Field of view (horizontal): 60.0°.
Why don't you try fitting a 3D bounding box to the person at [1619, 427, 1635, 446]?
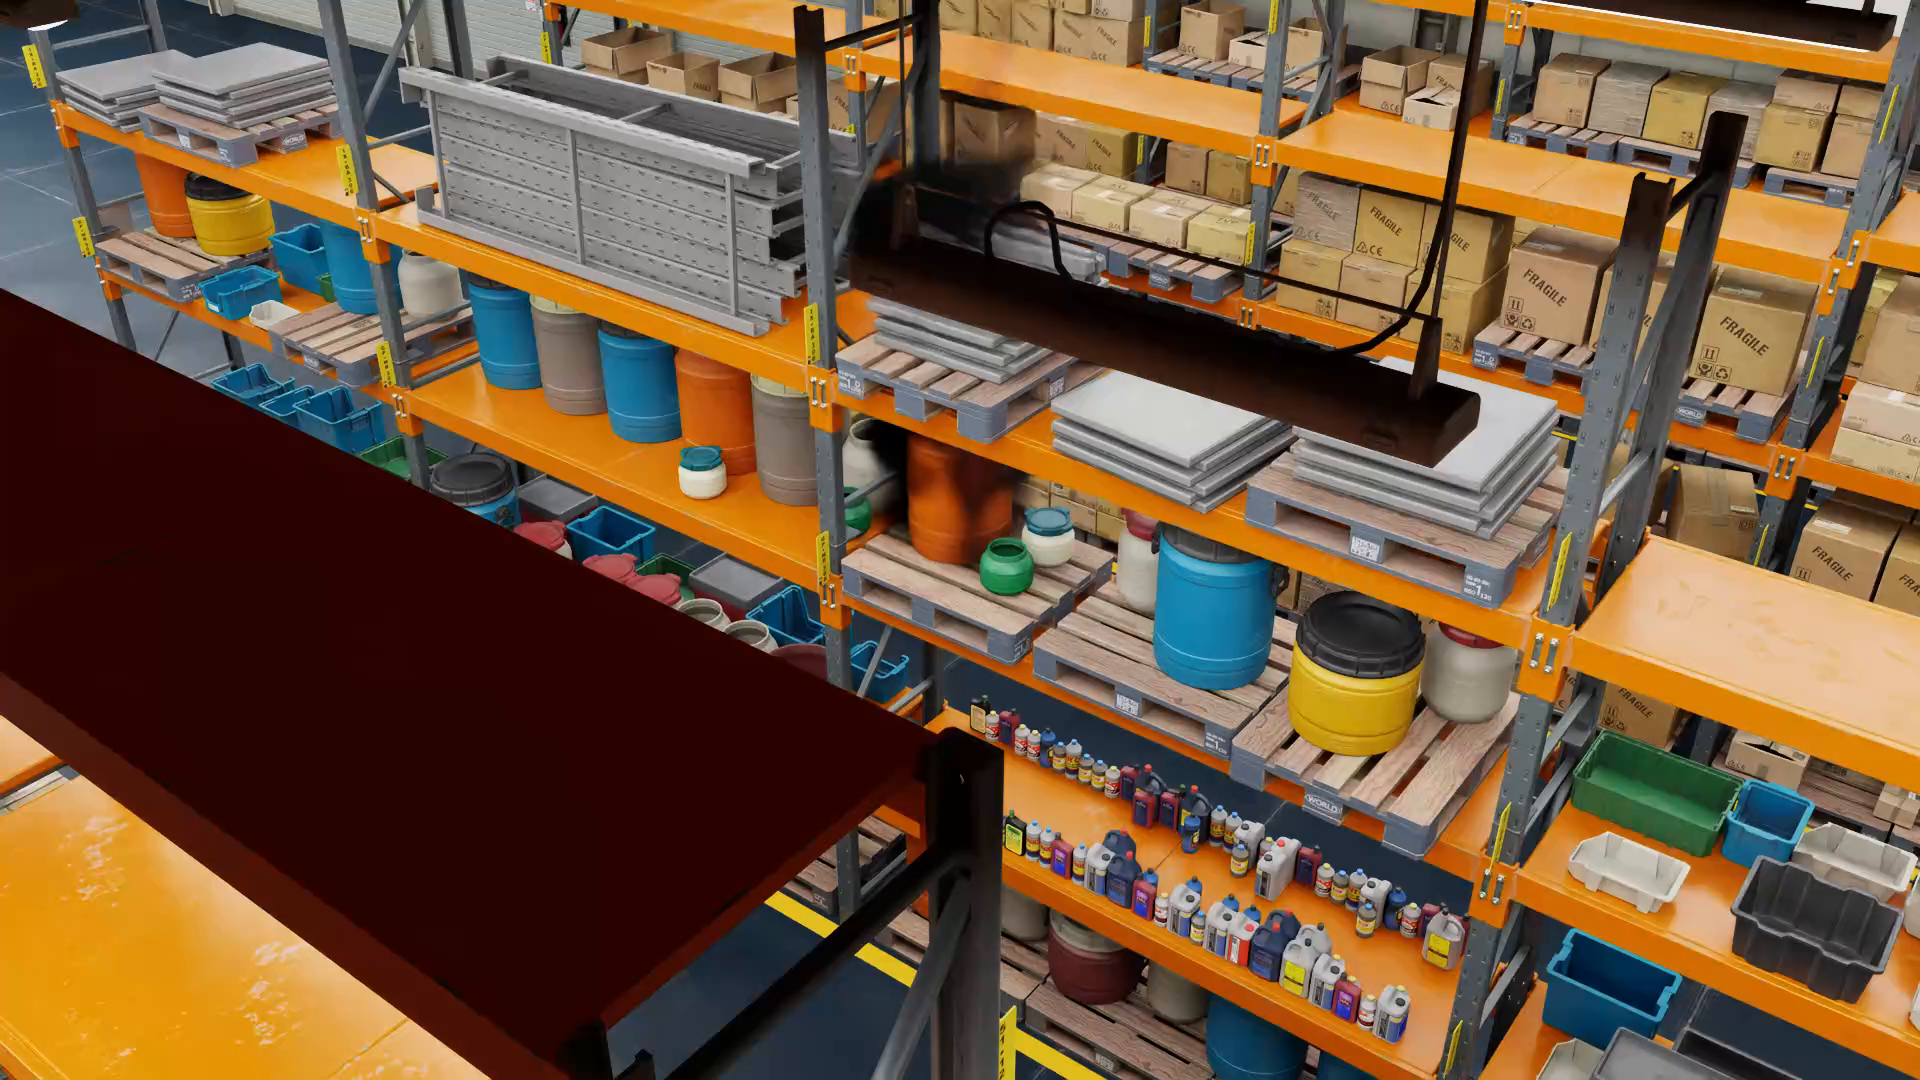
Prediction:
[{"bbox_3d":[5.938,-0.696,14.774,0.614,1.746,0.674,16,35,24],"label":"person"}]
